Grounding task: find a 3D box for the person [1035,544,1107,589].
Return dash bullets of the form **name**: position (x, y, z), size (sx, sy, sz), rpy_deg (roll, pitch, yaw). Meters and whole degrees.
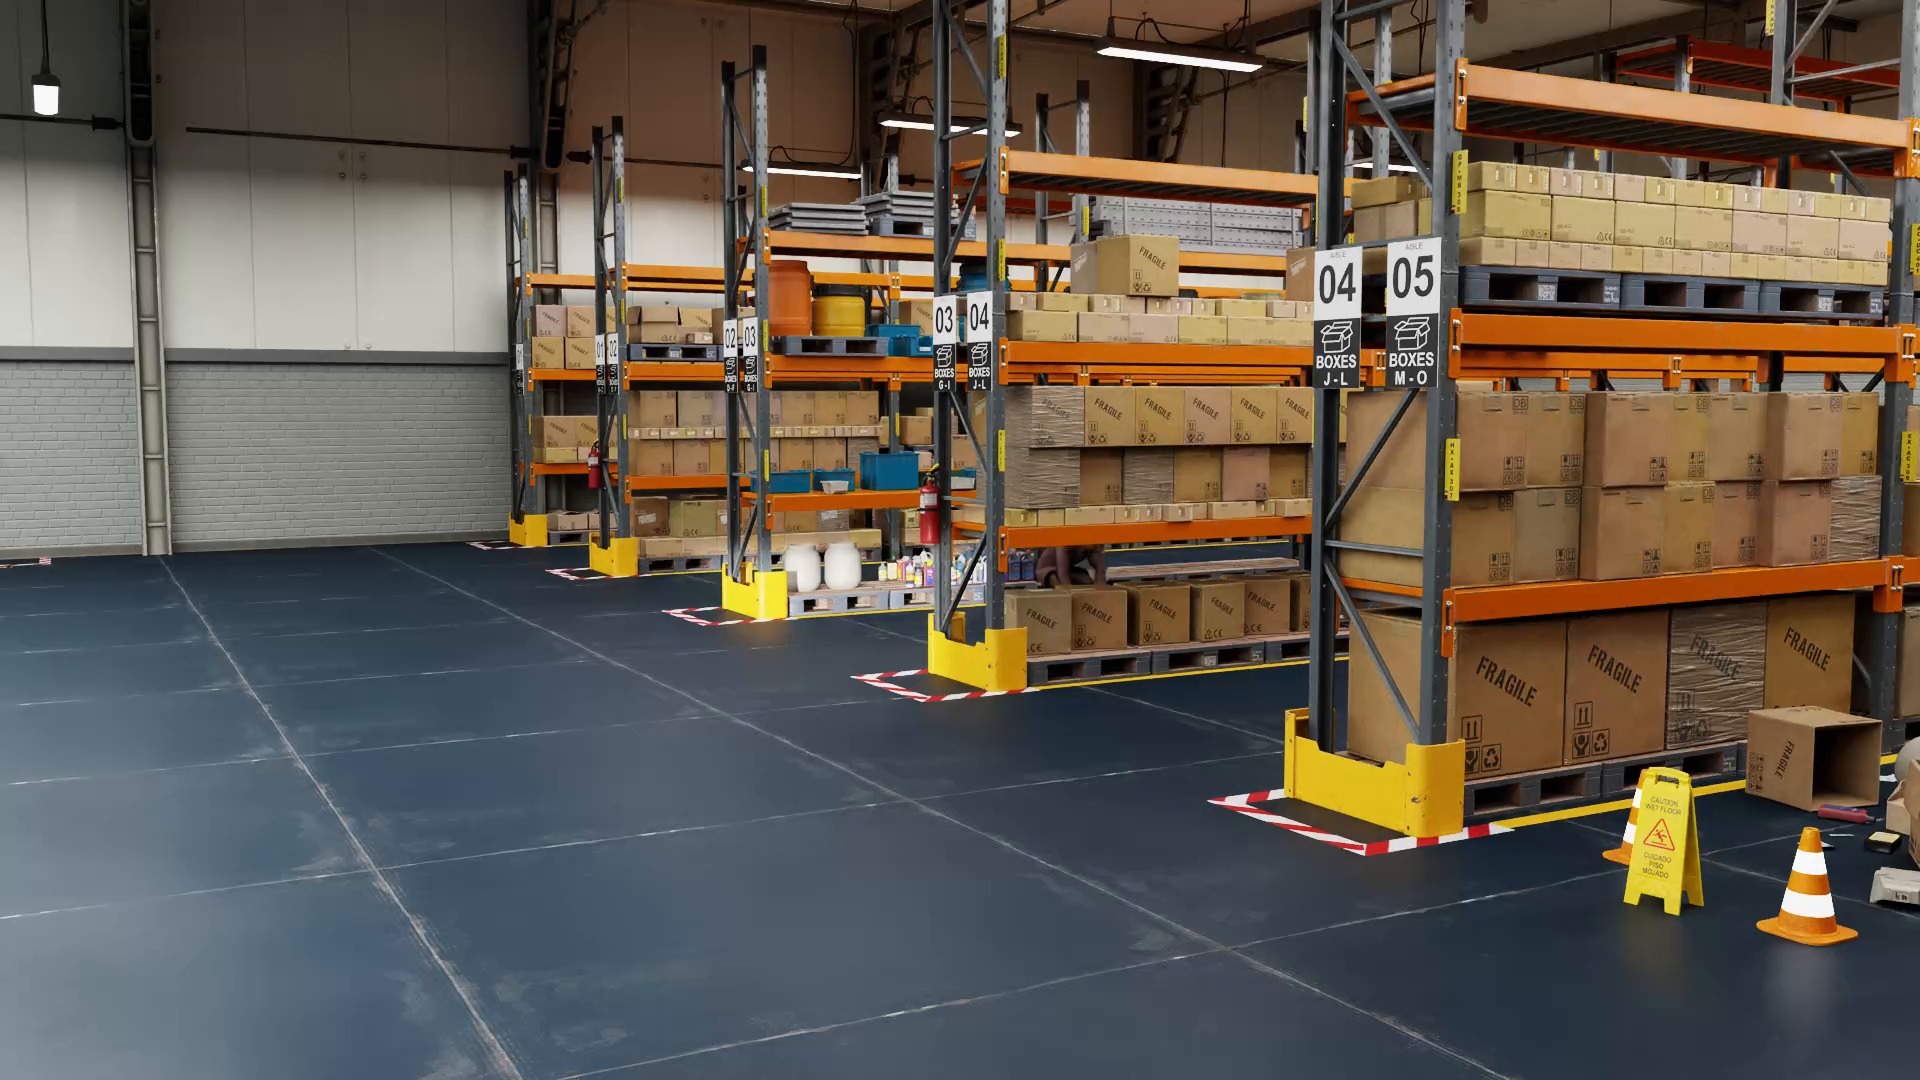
- **person**: position (1.144, 0.366, 17.115), size (0.609, 1.063, 0.884), rpy_deg (-3, 6, -28)
